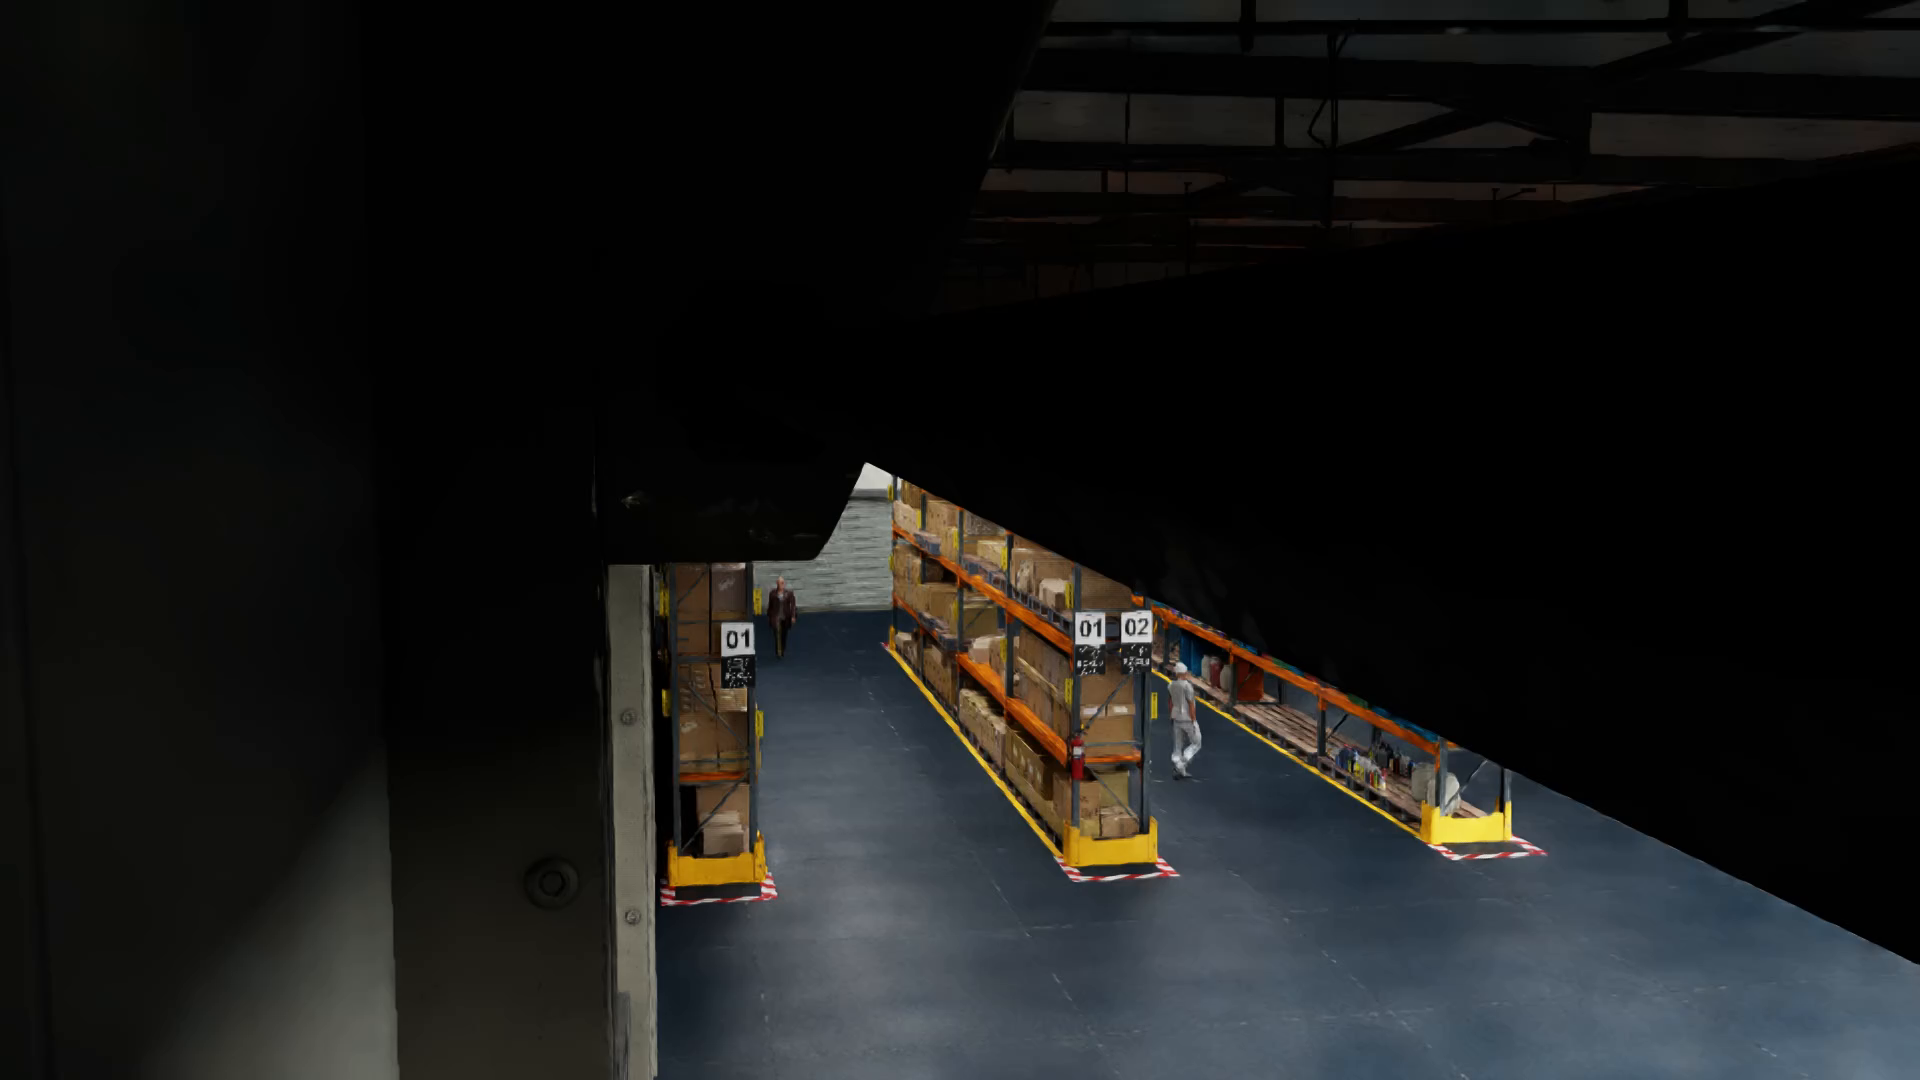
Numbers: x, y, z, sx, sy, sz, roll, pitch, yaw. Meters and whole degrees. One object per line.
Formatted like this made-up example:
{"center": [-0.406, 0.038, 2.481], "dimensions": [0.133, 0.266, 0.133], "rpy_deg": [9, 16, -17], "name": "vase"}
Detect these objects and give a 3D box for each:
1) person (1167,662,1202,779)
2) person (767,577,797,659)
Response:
{"center": [3.354, 2.730, 25.105], "dimensions": [0.443, 1.786, 0.598], "rpy_deg": [-5, 8, -38], "name": "person"}
{"center": [-3.792, 1.688, 35.450], "dimensions": [0.603, 1.628, 1.111], "rpy_deg": [-1, 6, -11], "name": "person"}
